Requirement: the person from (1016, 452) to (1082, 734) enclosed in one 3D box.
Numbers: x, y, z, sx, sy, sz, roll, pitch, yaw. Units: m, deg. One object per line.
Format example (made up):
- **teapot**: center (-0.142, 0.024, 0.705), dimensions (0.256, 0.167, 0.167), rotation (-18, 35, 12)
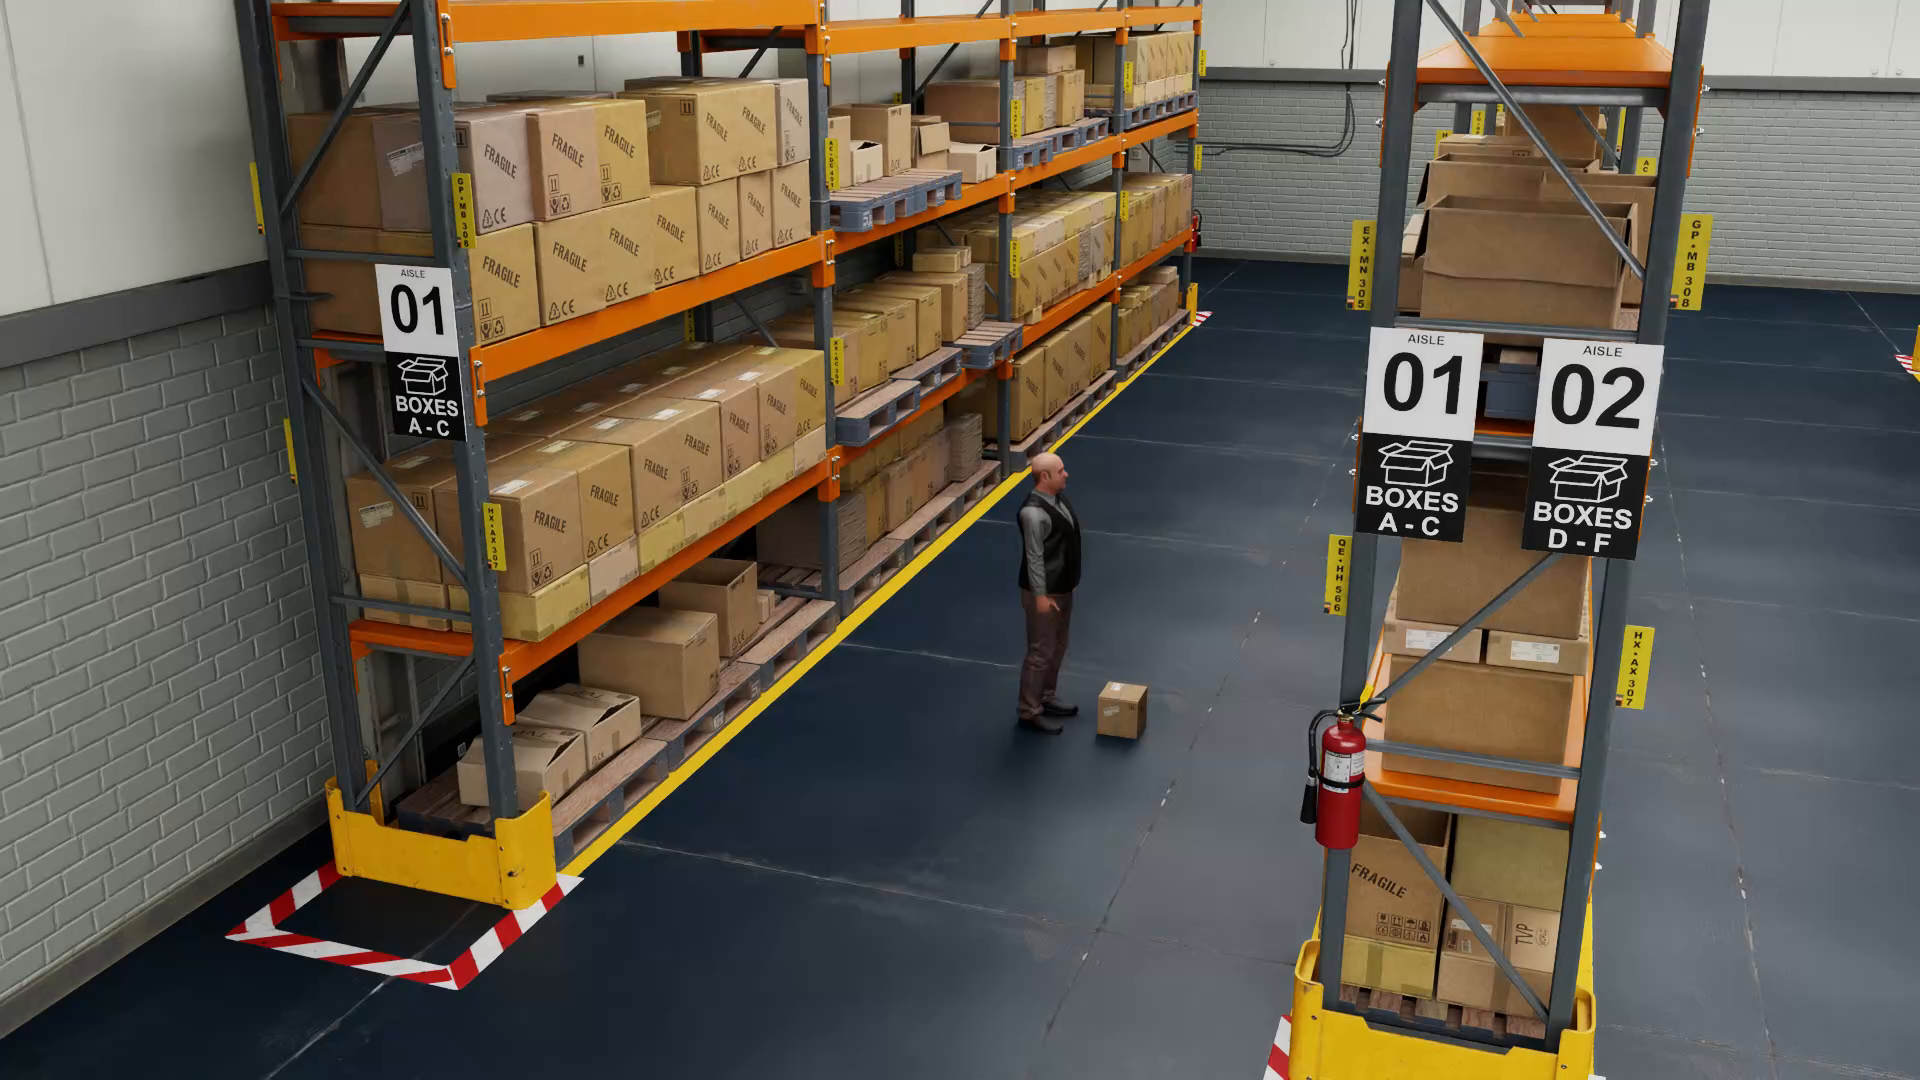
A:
- **person**: center (0.554, 0.347, 10.222), dimensions (0.358, 1.643, 0.532), rotation (7, 20, 19)
